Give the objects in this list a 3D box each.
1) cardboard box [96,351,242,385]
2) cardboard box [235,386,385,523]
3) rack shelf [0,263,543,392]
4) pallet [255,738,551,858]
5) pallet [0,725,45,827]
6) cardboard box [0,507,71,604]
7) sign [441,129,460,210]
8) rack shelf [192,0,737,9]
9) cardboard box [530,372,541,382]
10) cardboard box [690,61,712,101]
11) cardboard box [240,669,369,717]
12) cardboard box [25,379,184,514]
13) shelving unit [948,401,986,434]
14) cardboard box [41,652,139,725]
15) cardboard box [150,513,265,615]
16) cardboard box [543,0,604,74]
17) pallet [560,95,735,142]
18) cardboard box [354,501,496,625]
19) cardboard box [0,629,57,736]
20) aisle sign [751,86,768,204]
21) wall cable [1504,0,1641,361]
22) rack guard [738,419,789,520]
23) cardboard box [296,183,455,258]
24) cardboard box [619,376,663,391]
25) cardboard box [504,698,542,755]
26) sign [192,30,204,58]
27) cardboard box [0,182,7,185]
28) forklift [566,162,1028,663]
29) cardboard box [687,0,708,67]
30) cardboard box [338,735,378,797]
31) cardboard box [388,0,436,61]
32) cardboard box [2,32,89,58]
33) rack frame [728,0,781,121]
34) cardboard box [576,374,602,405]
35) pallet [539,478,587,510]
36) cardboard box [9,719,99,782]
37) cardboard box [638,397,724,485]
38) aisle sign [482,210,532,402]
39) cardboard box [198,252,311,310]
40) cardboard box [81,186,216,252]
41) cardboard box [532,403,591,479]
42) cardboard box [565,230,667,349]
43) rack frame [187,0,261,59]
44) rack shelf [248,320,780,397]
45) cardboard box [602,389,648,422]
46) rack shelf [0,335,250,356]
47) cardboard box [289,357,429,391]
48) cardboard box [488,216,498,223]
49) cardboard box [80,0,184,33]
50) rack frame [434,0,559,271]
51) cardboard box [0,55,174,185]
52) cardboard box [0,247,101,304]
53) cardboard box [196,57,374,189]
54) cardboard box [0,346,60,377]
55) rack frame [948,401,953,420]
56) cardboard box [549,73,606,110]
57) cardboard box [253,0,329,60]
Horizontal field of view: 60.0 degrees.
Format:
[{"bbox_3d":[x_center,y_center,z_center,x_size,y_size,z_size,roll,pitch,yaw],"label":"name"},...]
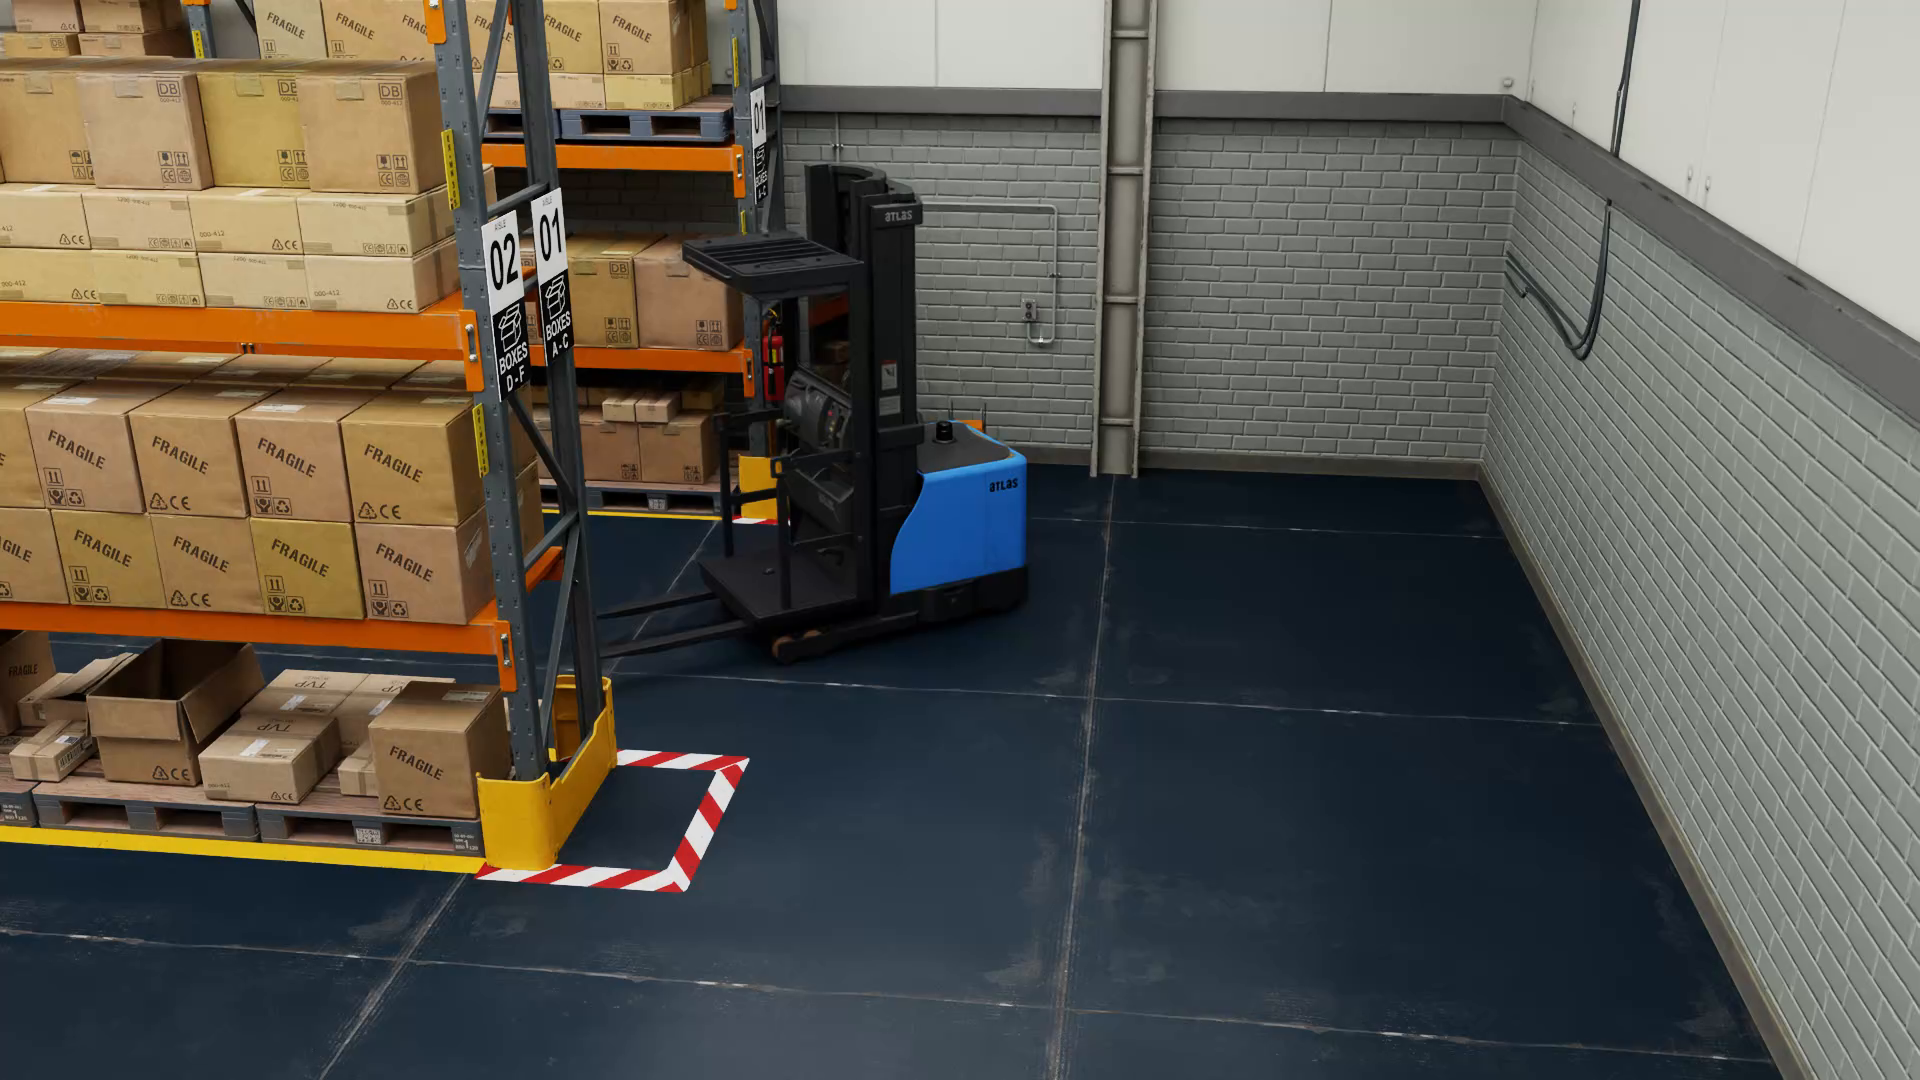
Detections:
[{"bbox_3d":[-4.000,-0.654,8.519,0.500,0.500,0.500,2,22,6],"label":"cardboard box"},{"bbox_3d":[-3.046,-0.414,7.912,0.500,0.500,0.500,3,22,8],"label":"cardboard box"},{"bbox_3d":[-4.056,-1.109,8.065,4.000,0.370,1.077,2,22,6],"label":"rack shelf"},{"bbox_3d":[-2.937,1.297,8.873,1.213,0.211,1.003,2,22,6],"label":"pallet"},{"bbox_3d":[-5.360,1.191,9.140,1.213,0.211,1.003,2,22,6],"label":"pallet"},{"bbox_3d":[-4.562,-0.017,8.267,0.500,0.500,0.500,2,22,6],"label":"cardboard box"},{"bbox_3d":[-2.155,-1.567,7.040,0.005,0.325,0.100,2,22,6],"label":"sign"},{"bbox_3d":[-3.477,-4.127,12.162,4.000,0.370,1.077,2,22,6],"label":"rack shelf"},{"bbox_3d":[-3.560,-1.232,13.424,0.250,0.149,0.380,2,22,5],"label":"cardboard box"},{"bbox_3d":[-2.186,-3.459,12.527,0.500,0.250,0.500,4,22,9],"label":"cardboard box"},{"bbox_3d":[-3.569,0.941,9.121,0.500,0.250,0.500,2,22,6],"label":"cardboard box"},{"bbox_3d":[-4.071,-0.457,8.021,0.500,0.500,0.500,3,22,8],"label":"cardboard box"},{"bbox_3d":[0.053,-0.486,12.241,0.252,1.050,0.215,2,22,6],"label":"shelving unit"},{"bbox_3d":[-4.698,0.864,9.234,0.500,0.311,0.500,2,22,6],"label":"cardboard box"},{"bbox_3d":[-3.557,0.026,8.158,0.500,0.500,0.500,3,22,7],"label":"cardboard box"},{"bbox_3d":[-2.745,-3.645,11.976,0.500,0.500,0.500,3,22,8],"label":"cardboard box"},{"bbox_3d":[-2.228,-3.153,12.377,1.213,0.211,1.003,2,22,6],"label":"pallet"},{"bbox_3d":[-2.546,0.071,8.044,0.500,0.500,0.500,3,22,8],"label":"cardboard box"},{"bbox_3d":[-5.443,0.743,9.281,0.500,0.500,0.500,2,22,6],"label":"cardboard box"},{"bbox_3d":[-1.454,-2.868,12.077,0.004,0.787,0.394,2,22,6],"label":"aisle sign"},{"bbox_3d":[4.084,-2.742,11.359,0.112,2.526,3.097,2,22,6],"label":"wall cable"},{"bbox_3d":[-1.467,-0.608,13.297,0.348,0.500,1.175,2,22,6],"label":"rack guard"},{"bbox_3d":[-2.610,-1.449,7.470,0.500,0.250,0.500,2,22,6],"label":"cardboard box"},{"bbox_3d":[-2.553,-1.189,13.313,0.250,0.149,0.380,3,22,6],"label":"cardboard box"},{"bbox_3d":[-2.445,1.015,9.072,0.250,0.149,0.380,2,22,6],"label":"cardboard box"},{"bbox_3d":[-5.517,-3.528,12.071,0.005,0.325,0.100,2,22,6],"label":"sign"},{"bbox_3d":[-4.596,-1.535,7.686,0.500,0.250,0.500,2,22,6],"label":"cardboard box"},{"bbox_3d":[-1.086,-0.808,10.496,3.031,2.935,1.130,-11,24,-26],"label":"forklift"},{"bbox_3d":[-2.187,-3.807,12.386,0.500,0.500,0.500,2,22,4],"label":"cardboard box"},{"bbox_3d":[-3.030,1.167,8.665,0.250,0.166,0.380,2,22,6],"label":"cardboard box"},{"bbox_3d":[-3.785,-3.687,12.084,0.500,0.500,0.500,3,22,7],"label":"cardboard box"},{"bbox_3d":[-6.884,-3.669,12.826,0.500,0.500,0.700,2,22,5],"label":"cardboard box"},{"bbox_3d":[-1.490,-4.561,11.737,0.127,3.000,1.000,2,22,6],"label":"rack frame"},{"bbox_3d":[-3.054,-1.210,13.368,0.250,0.149,0.380,3,22,7],"label":"cardboard box"},{"bbox_3d":[-3.502,-0.534,13.504,1.213,0.211,1.003,2,22,6],"label":"pallet"},{"bbox_3d":[-4.790,1.108,8.812,0.250,0.166,0.380,2,22,6],"label":"cardboard box"},{"bbox_3d":[-2.197,-0.798,13.207,0.500,0.500,0.700,2,22,6],"label":"cardboard box"},{"bbox_3d":[-2.038,-1.057,7.497,0.004,0.787,0.394,2,22,6],"label":"aisle sign"},{"bbox_3d":[-3.106,-1.239,7.619,0.500,0.250,0.500,2,22,6],"label":"cardboard box"},{"bbox_3d":[-3.603,-1.494,7.583,0.500,0.250,0.500,2,22,6],"label":"cardboard box"},{"bbox_3d":[-3.194,-0.841,13.316,0.500,0.500,0.700,2,22,5],"label":"cardboard box"},{"bbox_3d":[-2.722,-1.957,12.901,0.700,0.700,0.980,2,22,6],"label":"cardboard box"},{"bbox_3d":[-5.463,-4.734,12.175,0.127,3.000,1.000,2,22,6],"label":"rack frame"},{"bbox_3d":[-3.477,-1.523,13.191,4.000,0.370,1.077,2,22,6],"label":"rack shelf"},{"bbox_3d":[-2.600,-1.049,12.961,0.250,0.149,0.380,3,22,8],"label":"cardboard box"},{"bbox_3d":[-7.449,-1.696,13.629,4.000,0.370,1.077,2,22,6],"label":"rack shelf"},{"bbox_3d":[-2.999,-0.609,8.405,0.500,0.500,0.500,3,22,7],"label":"cardboard box"},{"bbox_3d":[-2.550,-1.403,8.032,0.500,0.250,0.500,2,22,6],"label":"cardboard box"},{"bbox_3d":[-6.321,-4.025,12.707,0.500,0.250,0.500,4,22,10],"label":"cardboard box"},{"bbox_3d":[-2.070,-2.752,7.162,0.127,3.000,1.000,2,22,6],"label":"rack frame"},{"bbox_3d":[-4.063,-1.976,7.782,0.500,0.500,0.700,2,22,6],"label":"cardboard box"},{"bbox_3d":[-4.099,-1.284,7.731,0.500,0.250,0.500,2,22,6],"label":"cardboard box"},{"bbox_3d":[-3.068,-1.938,7.685,0.500,0.500,0.700,2,22,6],"label":"cardboard box"},{"bbox_3d":[-5.000,-0.699,8.631,0.500,0.500,0.500,2,22,5],"label":"cardboard box"},{"bbox_3d":[-0.068,-0.491,12.254,0.008,1.050,0.200,2,22,6],"label":"rack frame"},{"bbox_3d":[-2.766,-3.295,12.112,0.500,0.250,0.500,2,22,4],"label":"cardboard box"},{"bbox_3d":[-4.788,-3.727,12.184,0.500,0.500,0.500,2,22,6],"label":"cardboard box"}]
